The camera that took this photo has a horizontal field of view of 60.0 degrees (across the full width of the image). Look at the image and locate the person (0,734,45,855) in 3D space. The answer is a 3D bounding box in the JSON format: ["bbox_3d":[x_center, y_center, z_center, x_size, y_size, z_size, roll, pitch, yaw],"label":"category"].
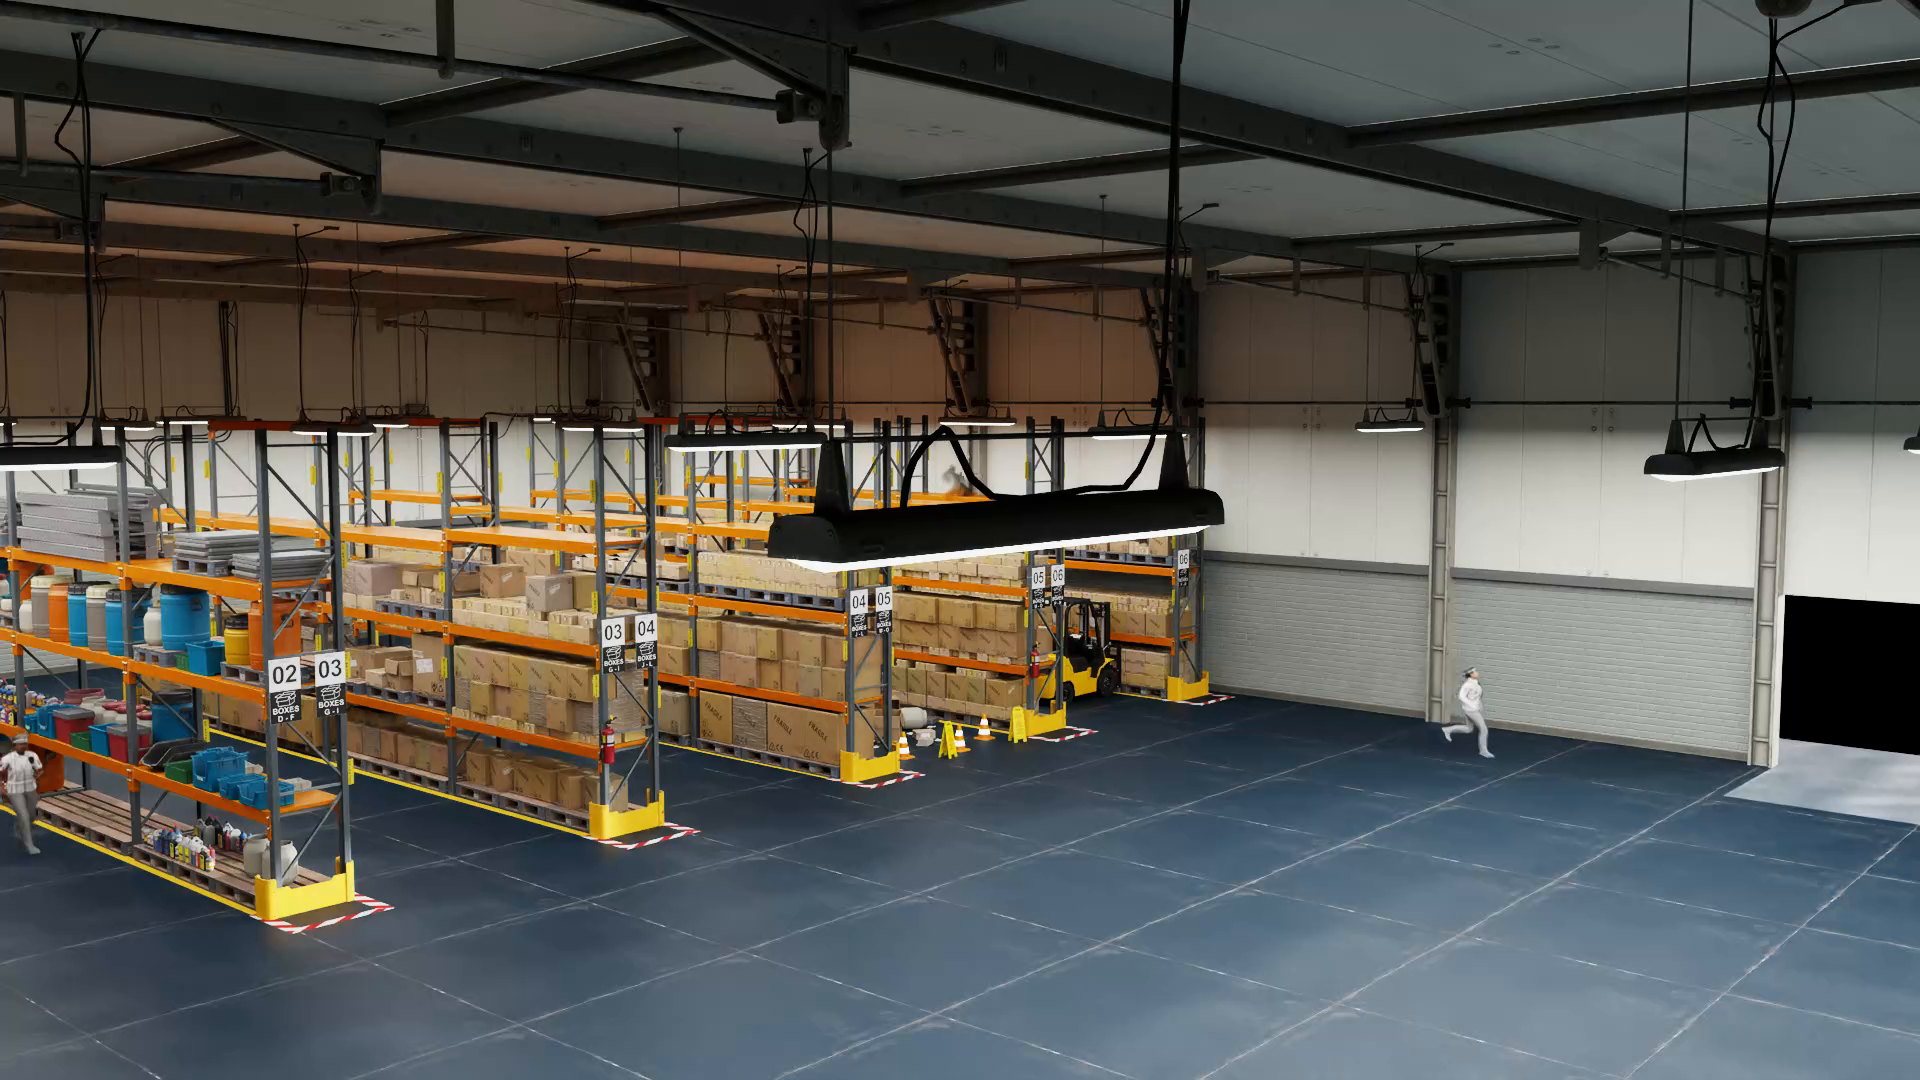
[{"bbox_3d":[-13.199,3.537,23.387,0.846,1.670,0.578,4,6,40],"label":"person"}]

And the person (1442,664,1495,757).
[{"bbox_3d":[9.129,3.049,29.817,0.926,1.683,0.603,2,5,19],"label":"person"}]

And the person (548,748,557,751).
[{"bbox_3d":[-7.508,3.000,30.295,0.626,1.628,0.580,3,5,29],"label":"person"}]

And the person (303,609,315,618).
[{"bbox_3d":[-15.151,2.325,38.293,0.733,1.607,1.025,3,5,29],"label":"person"}]
